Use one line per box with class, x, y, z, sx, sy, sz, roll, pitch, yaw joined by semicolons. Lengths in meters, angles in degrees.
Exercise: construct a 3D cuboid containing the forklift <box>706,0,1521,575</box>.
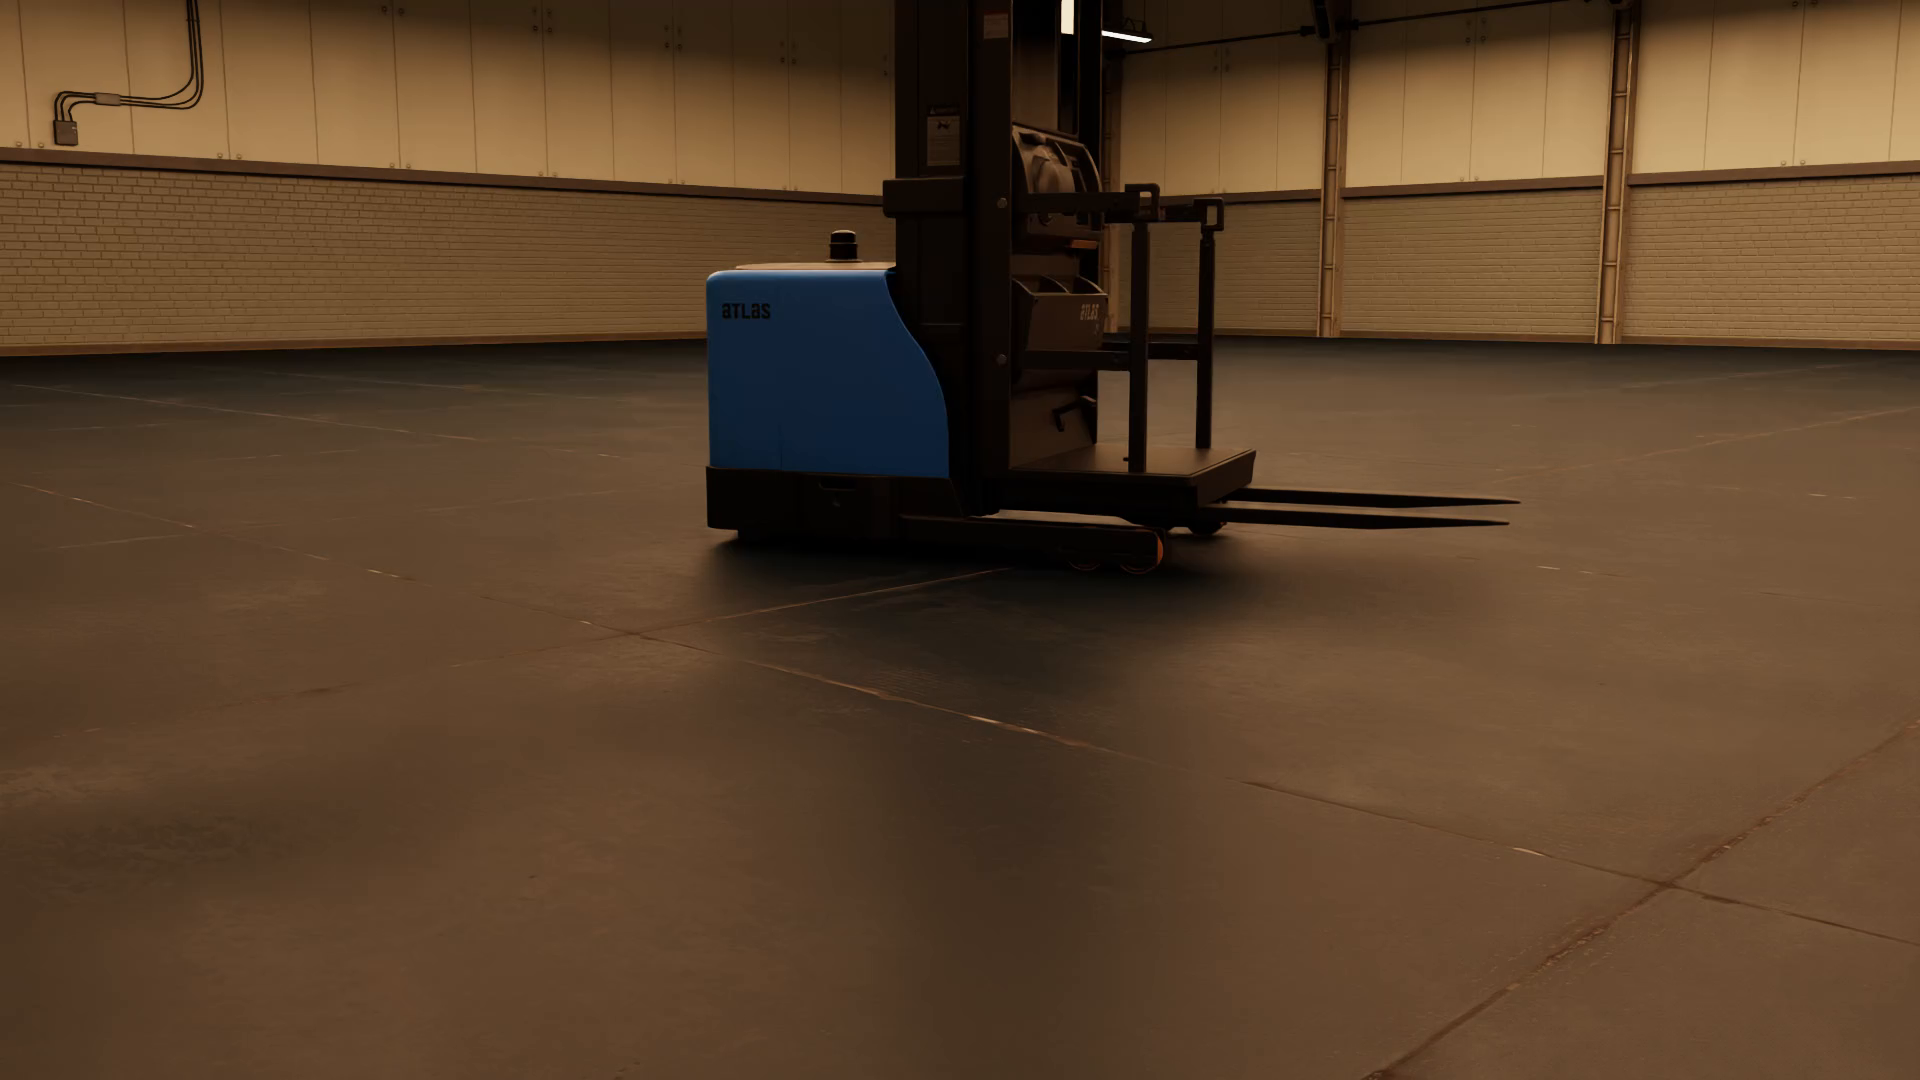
forklift;0.565;-1.416;6.275;3.031;2.935;1.130;3;9;22
